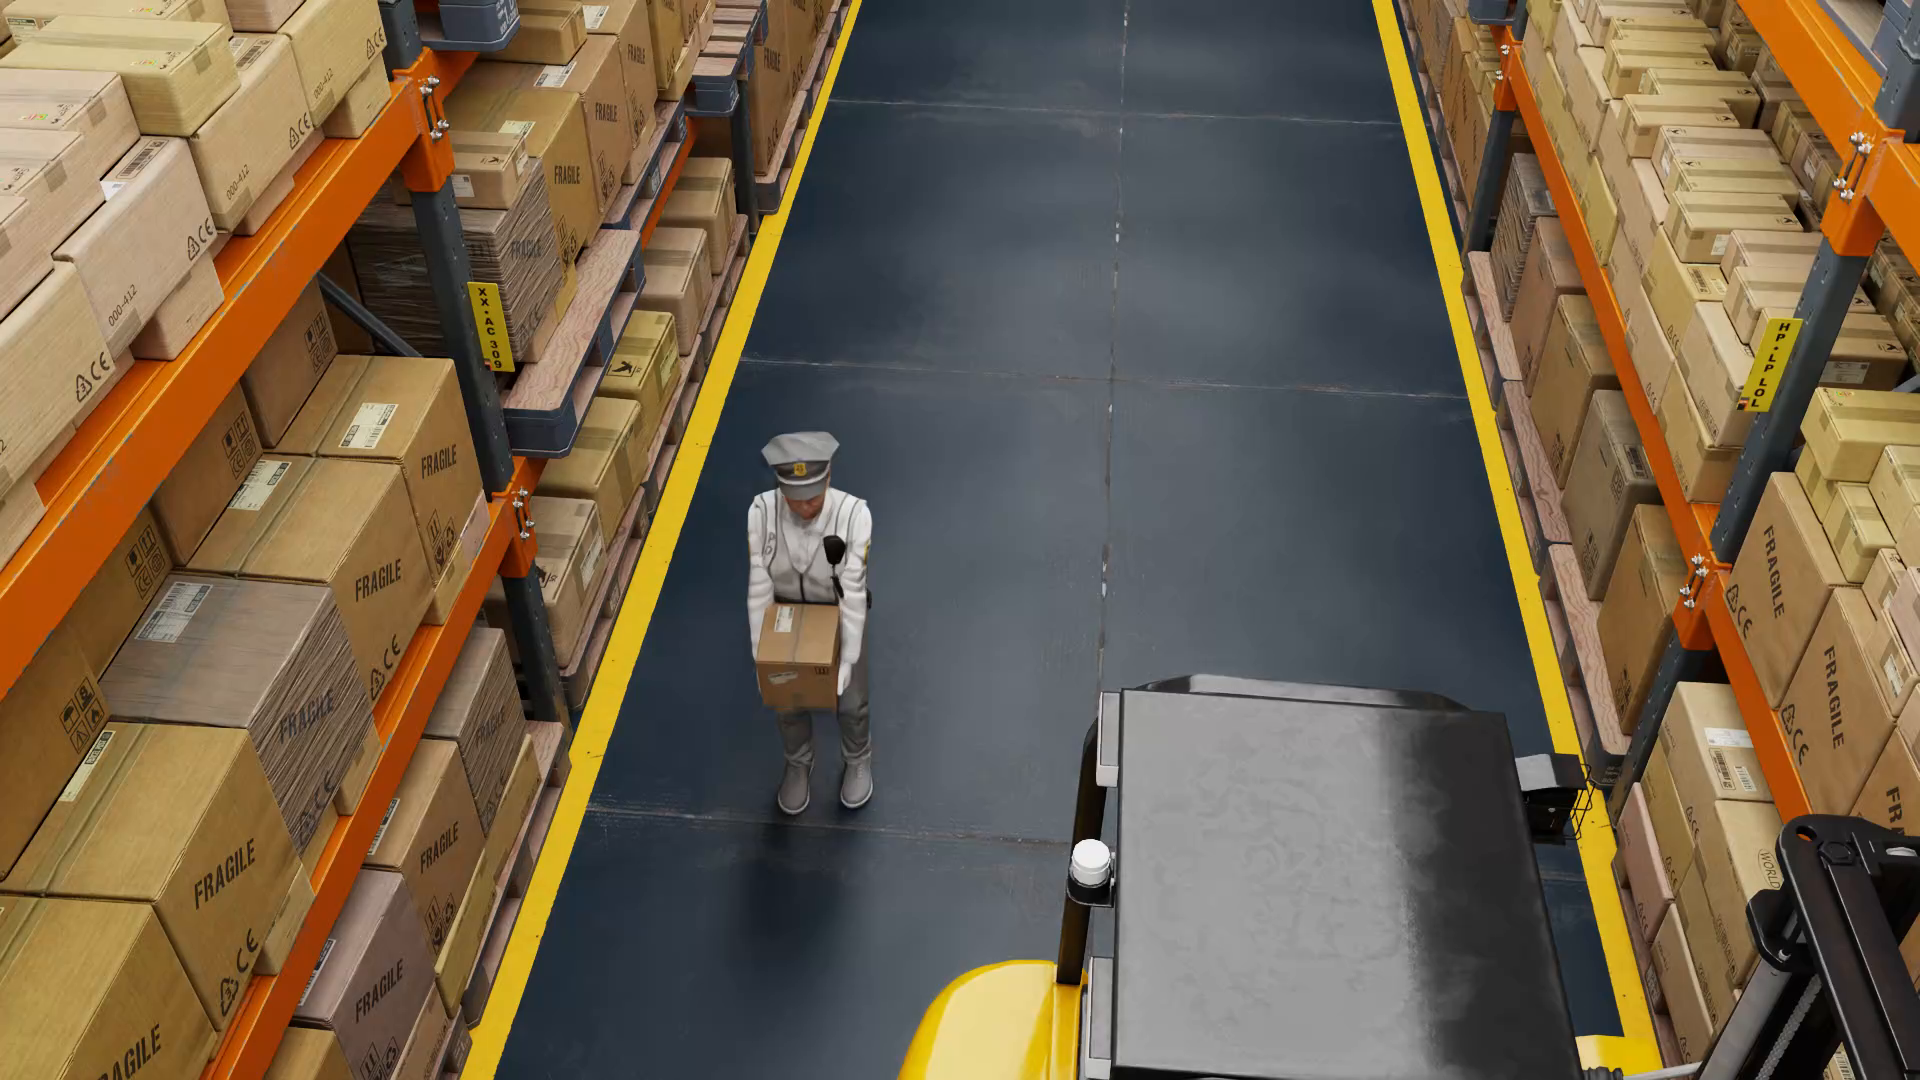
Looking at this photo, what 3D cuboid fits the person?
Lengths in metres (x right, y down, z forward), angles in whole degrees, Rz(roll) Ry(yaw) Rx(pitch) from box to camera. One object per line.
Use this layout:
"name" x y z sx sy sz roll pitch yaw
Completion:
"person" -0.505 0.328 5.775 0.415 1.665 0.534 3 40 3
